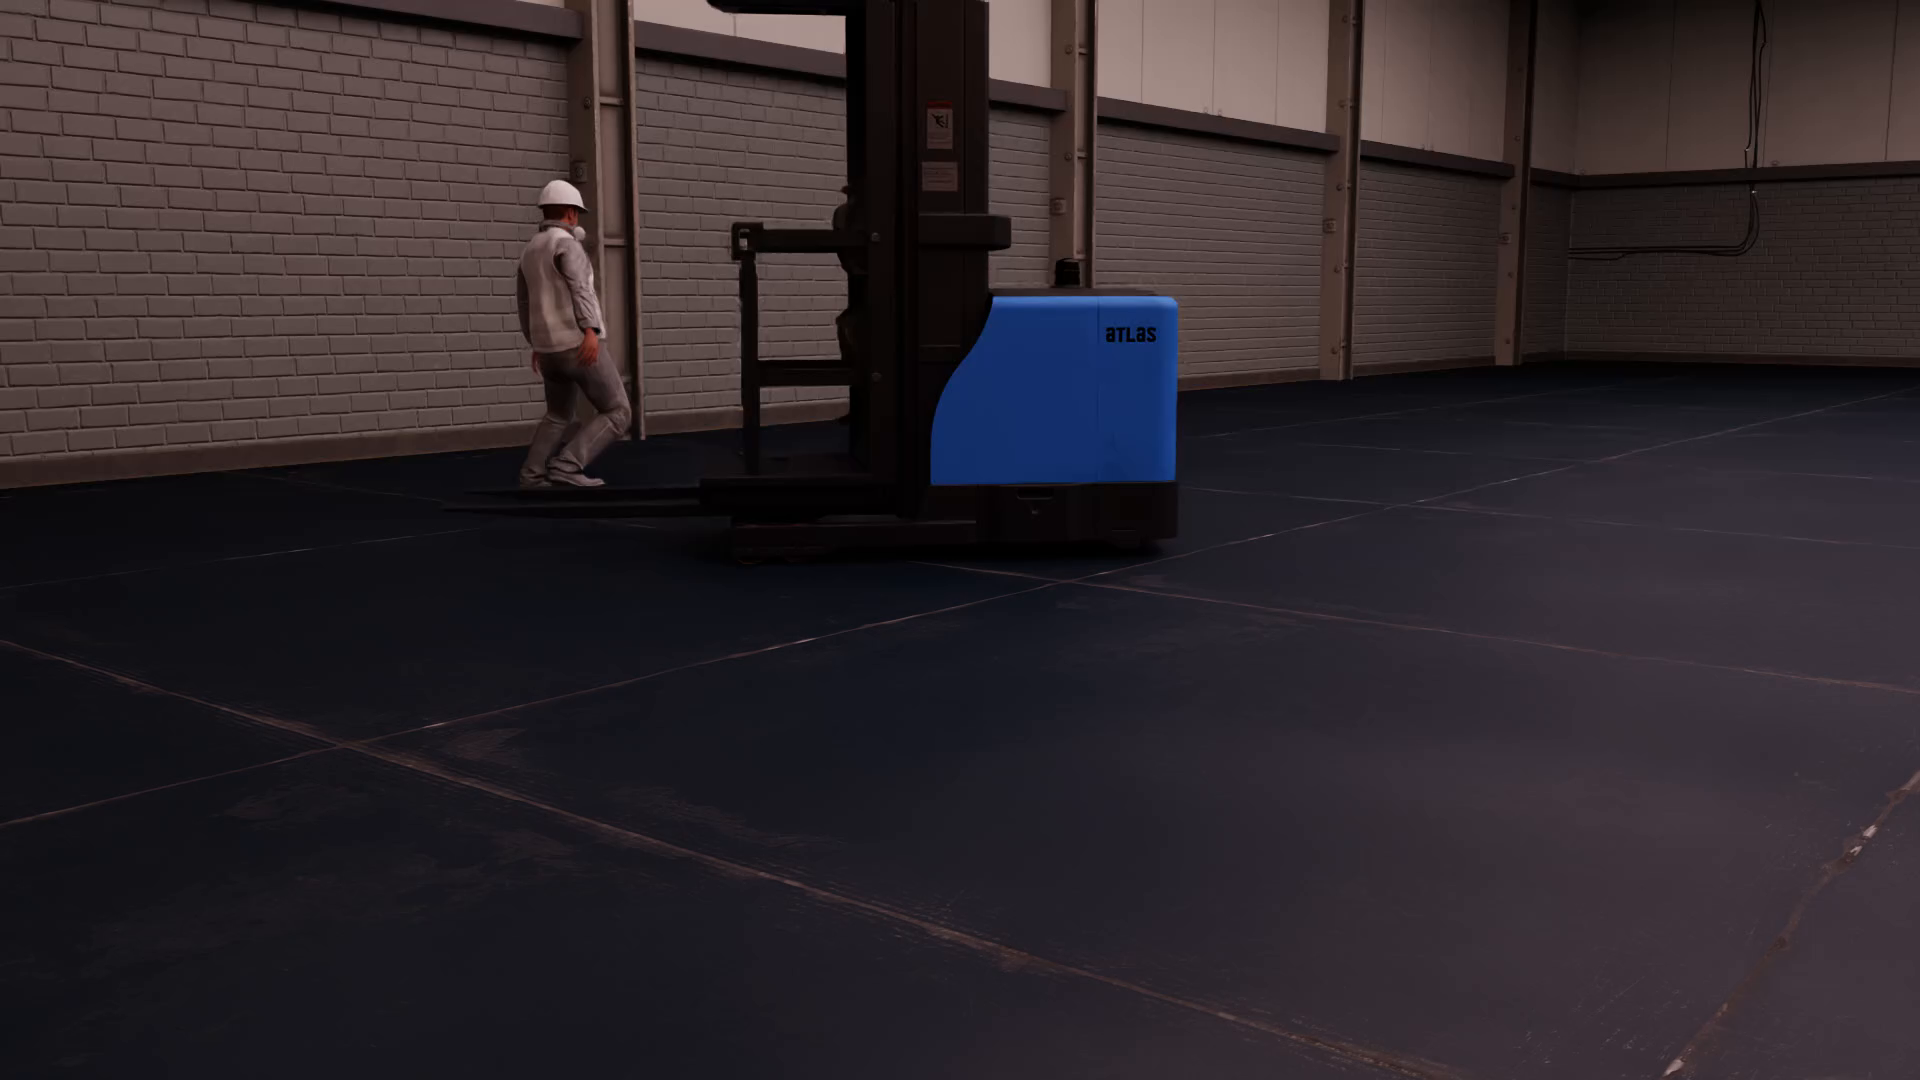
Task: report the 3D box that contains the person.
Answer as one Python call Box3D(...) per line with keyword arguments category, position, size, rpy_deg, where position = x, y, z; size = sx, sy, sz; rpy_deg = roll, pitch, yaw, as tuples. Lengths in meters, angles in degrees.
Box3D(category="person", position=(-2.075, -1.057, 8.832), size=(0.485, 1.689, 0.885), rpy_deg=(-7, 11, -39))

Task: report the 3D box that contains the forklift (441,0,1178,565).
Box3D(category="forklift", position=(-0.640, -1.430, 7.057), size=(3.031, 2.935, 1.130), rpy_deg=(-1, 8, -8))
